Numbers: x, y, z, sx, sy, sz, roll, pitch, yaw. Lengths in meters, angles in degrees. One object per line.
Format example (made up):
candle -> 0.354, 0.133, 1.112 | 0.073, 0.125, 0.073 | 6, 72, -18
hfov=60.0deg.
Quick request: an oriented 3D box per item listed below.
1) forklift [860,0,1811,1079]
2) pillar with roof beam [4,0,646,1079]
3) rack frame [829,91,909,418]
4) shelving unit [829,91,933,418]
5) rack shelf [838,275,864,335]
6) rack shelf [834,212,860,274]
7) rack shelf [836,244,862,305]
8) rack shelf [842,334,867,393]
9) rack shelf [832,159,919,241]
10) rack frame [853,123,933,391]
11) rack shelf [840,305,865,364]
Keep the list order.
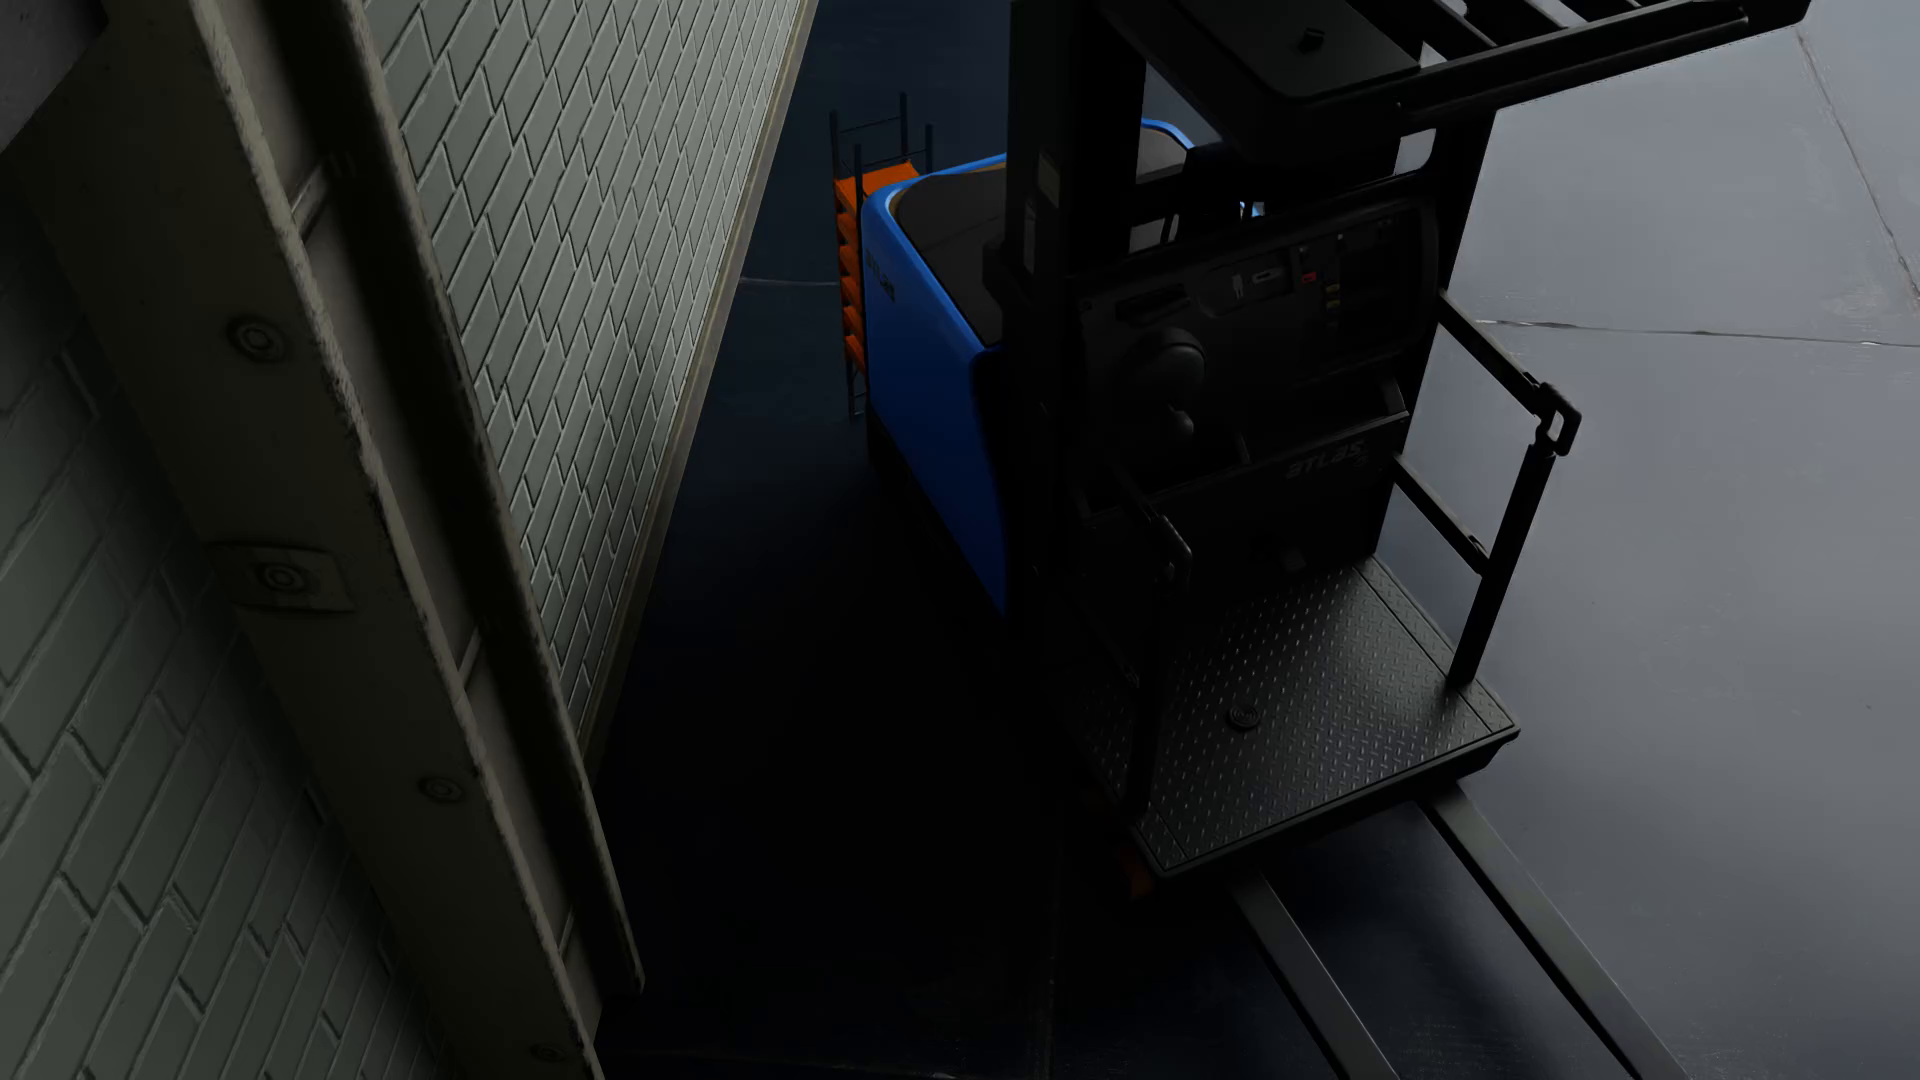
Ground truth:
forklift -> 0.776, -0.411, 3.640 | 1.130, 2.935, 3.031 | -19, 50, -16
pillar with roof beam -> 3.316, -1.504, 0.527 | 9.100, 9.000, 0.400 | 4, 48, 4
rack frame -> -0.264, -0.858, 5.221 | 0.240, 1.200, 0.006 | -19, 50, -16
shelving unit -> -0.226, -0.796, 5.165 | 0.258, 1.200, 0.189 | -19, 50, -16
rack shelf -> -0.226, -0.766, 5.198 | 0.258, 0.103, 0.180 | -19, 50, -16
rack shelf -> -0.226, -0.928, 5.021 | 0.258, 0.103, 0.180 | -19, 50, -16
rack shelf -> -0.226, -0.847, 5.110 | 0.258, 0.103, 0.180 | -19, 50, -16
rack shelf -> -0.226, -0.604, 5.375 | 0.258, 0.103, 0.180 | -19, 50, -16
rack shelf -> -0.226, -1.009, 4.932 | 0.258, 0.103, 0.180 | -19, 50, -16
rack frame -> -0.188, -0.735, 5.109 | 0.240, 1.200, 0.006 | -19, 50, -16
rack shelf -> -0.226, -0.685, 5.287 | 0.258, 0.103, 0.180 | -19, 50, -16
